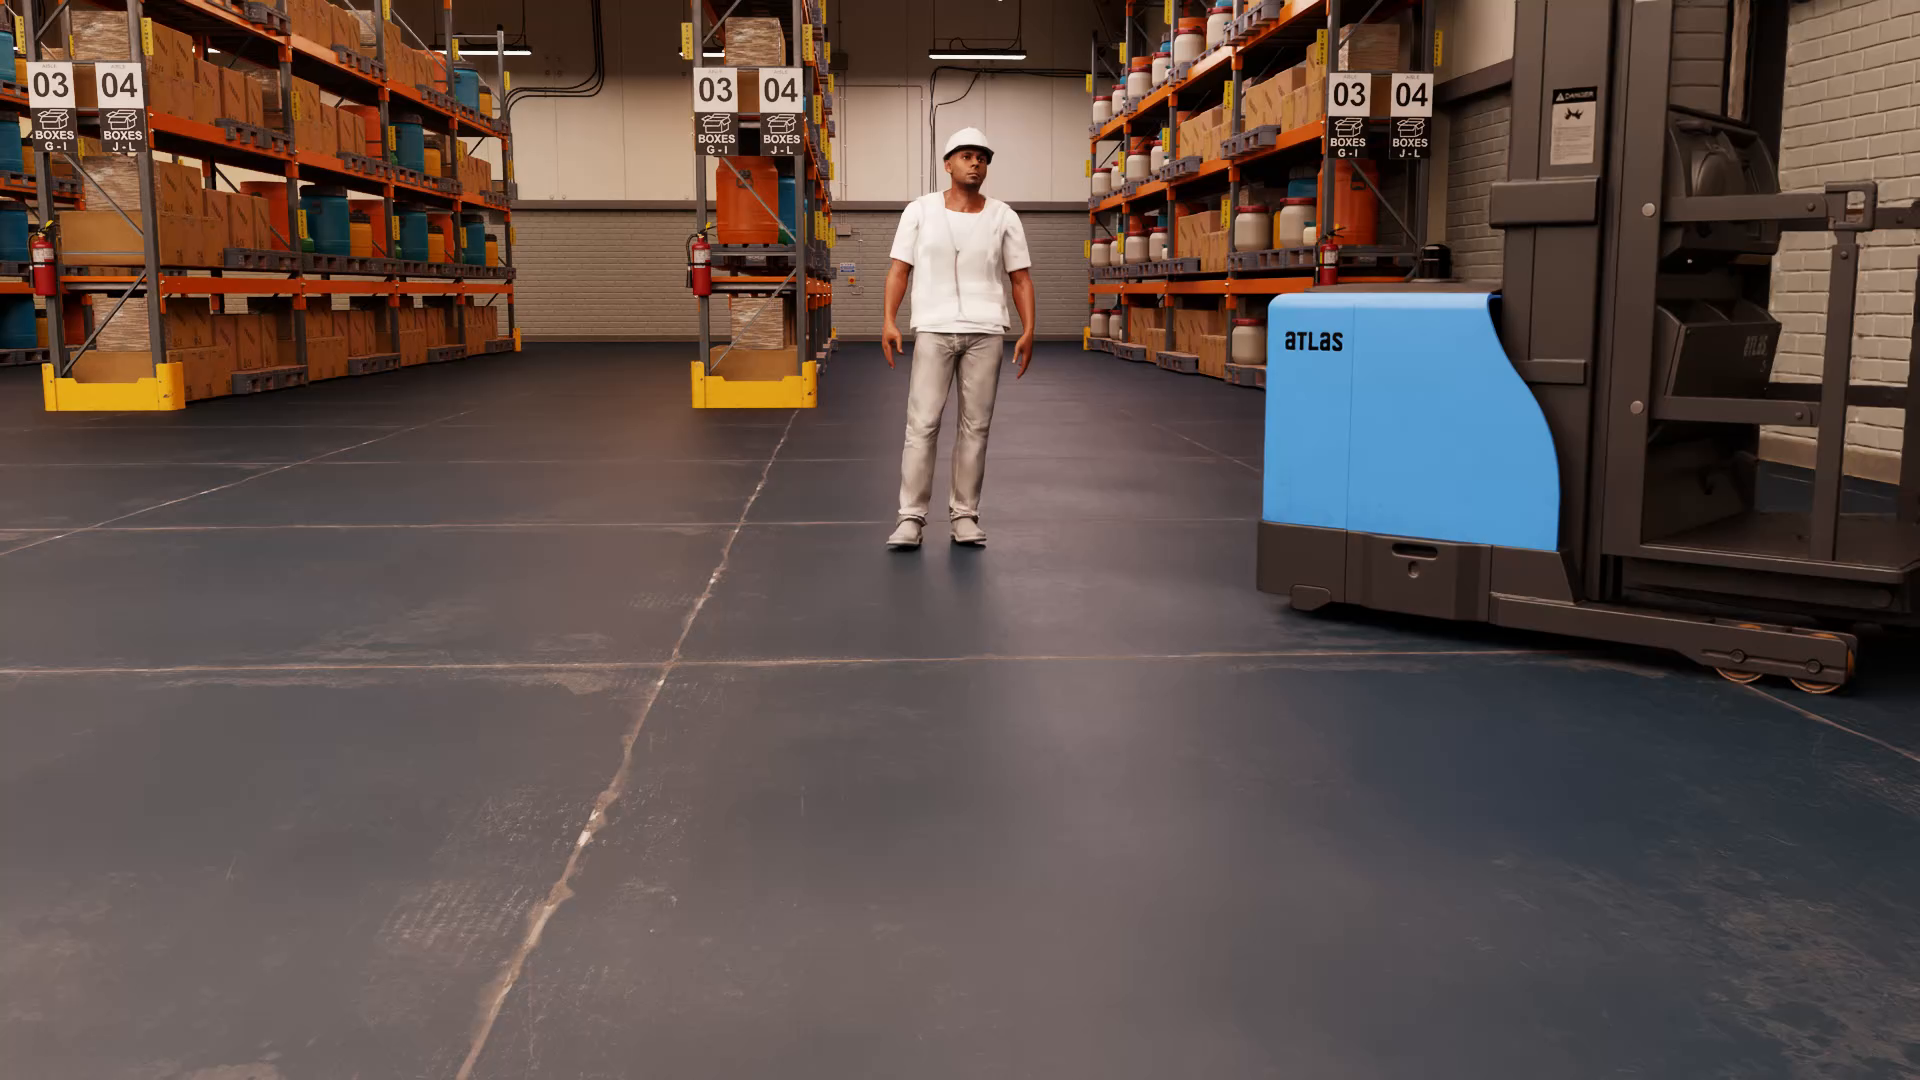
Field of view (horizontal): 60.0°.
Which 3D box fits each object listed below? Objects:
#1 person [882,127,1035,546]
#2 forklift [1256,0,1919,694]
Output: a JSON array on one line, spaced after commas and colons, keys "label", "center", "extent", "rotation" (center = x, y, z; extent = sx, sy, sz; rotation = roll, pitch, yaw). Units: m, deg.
[{"label": "person", "center": [-0.001, -0.870, 7.109], "extent": [0.665, 1.769, 0.574], "rotation": [-1, 8, -4]}, {"label": "forklift", "center": [2.454, -1.119, 4.869], "extent": [3.031, 2.935, 1.130], "rotation": [7, 11, 41]}]
